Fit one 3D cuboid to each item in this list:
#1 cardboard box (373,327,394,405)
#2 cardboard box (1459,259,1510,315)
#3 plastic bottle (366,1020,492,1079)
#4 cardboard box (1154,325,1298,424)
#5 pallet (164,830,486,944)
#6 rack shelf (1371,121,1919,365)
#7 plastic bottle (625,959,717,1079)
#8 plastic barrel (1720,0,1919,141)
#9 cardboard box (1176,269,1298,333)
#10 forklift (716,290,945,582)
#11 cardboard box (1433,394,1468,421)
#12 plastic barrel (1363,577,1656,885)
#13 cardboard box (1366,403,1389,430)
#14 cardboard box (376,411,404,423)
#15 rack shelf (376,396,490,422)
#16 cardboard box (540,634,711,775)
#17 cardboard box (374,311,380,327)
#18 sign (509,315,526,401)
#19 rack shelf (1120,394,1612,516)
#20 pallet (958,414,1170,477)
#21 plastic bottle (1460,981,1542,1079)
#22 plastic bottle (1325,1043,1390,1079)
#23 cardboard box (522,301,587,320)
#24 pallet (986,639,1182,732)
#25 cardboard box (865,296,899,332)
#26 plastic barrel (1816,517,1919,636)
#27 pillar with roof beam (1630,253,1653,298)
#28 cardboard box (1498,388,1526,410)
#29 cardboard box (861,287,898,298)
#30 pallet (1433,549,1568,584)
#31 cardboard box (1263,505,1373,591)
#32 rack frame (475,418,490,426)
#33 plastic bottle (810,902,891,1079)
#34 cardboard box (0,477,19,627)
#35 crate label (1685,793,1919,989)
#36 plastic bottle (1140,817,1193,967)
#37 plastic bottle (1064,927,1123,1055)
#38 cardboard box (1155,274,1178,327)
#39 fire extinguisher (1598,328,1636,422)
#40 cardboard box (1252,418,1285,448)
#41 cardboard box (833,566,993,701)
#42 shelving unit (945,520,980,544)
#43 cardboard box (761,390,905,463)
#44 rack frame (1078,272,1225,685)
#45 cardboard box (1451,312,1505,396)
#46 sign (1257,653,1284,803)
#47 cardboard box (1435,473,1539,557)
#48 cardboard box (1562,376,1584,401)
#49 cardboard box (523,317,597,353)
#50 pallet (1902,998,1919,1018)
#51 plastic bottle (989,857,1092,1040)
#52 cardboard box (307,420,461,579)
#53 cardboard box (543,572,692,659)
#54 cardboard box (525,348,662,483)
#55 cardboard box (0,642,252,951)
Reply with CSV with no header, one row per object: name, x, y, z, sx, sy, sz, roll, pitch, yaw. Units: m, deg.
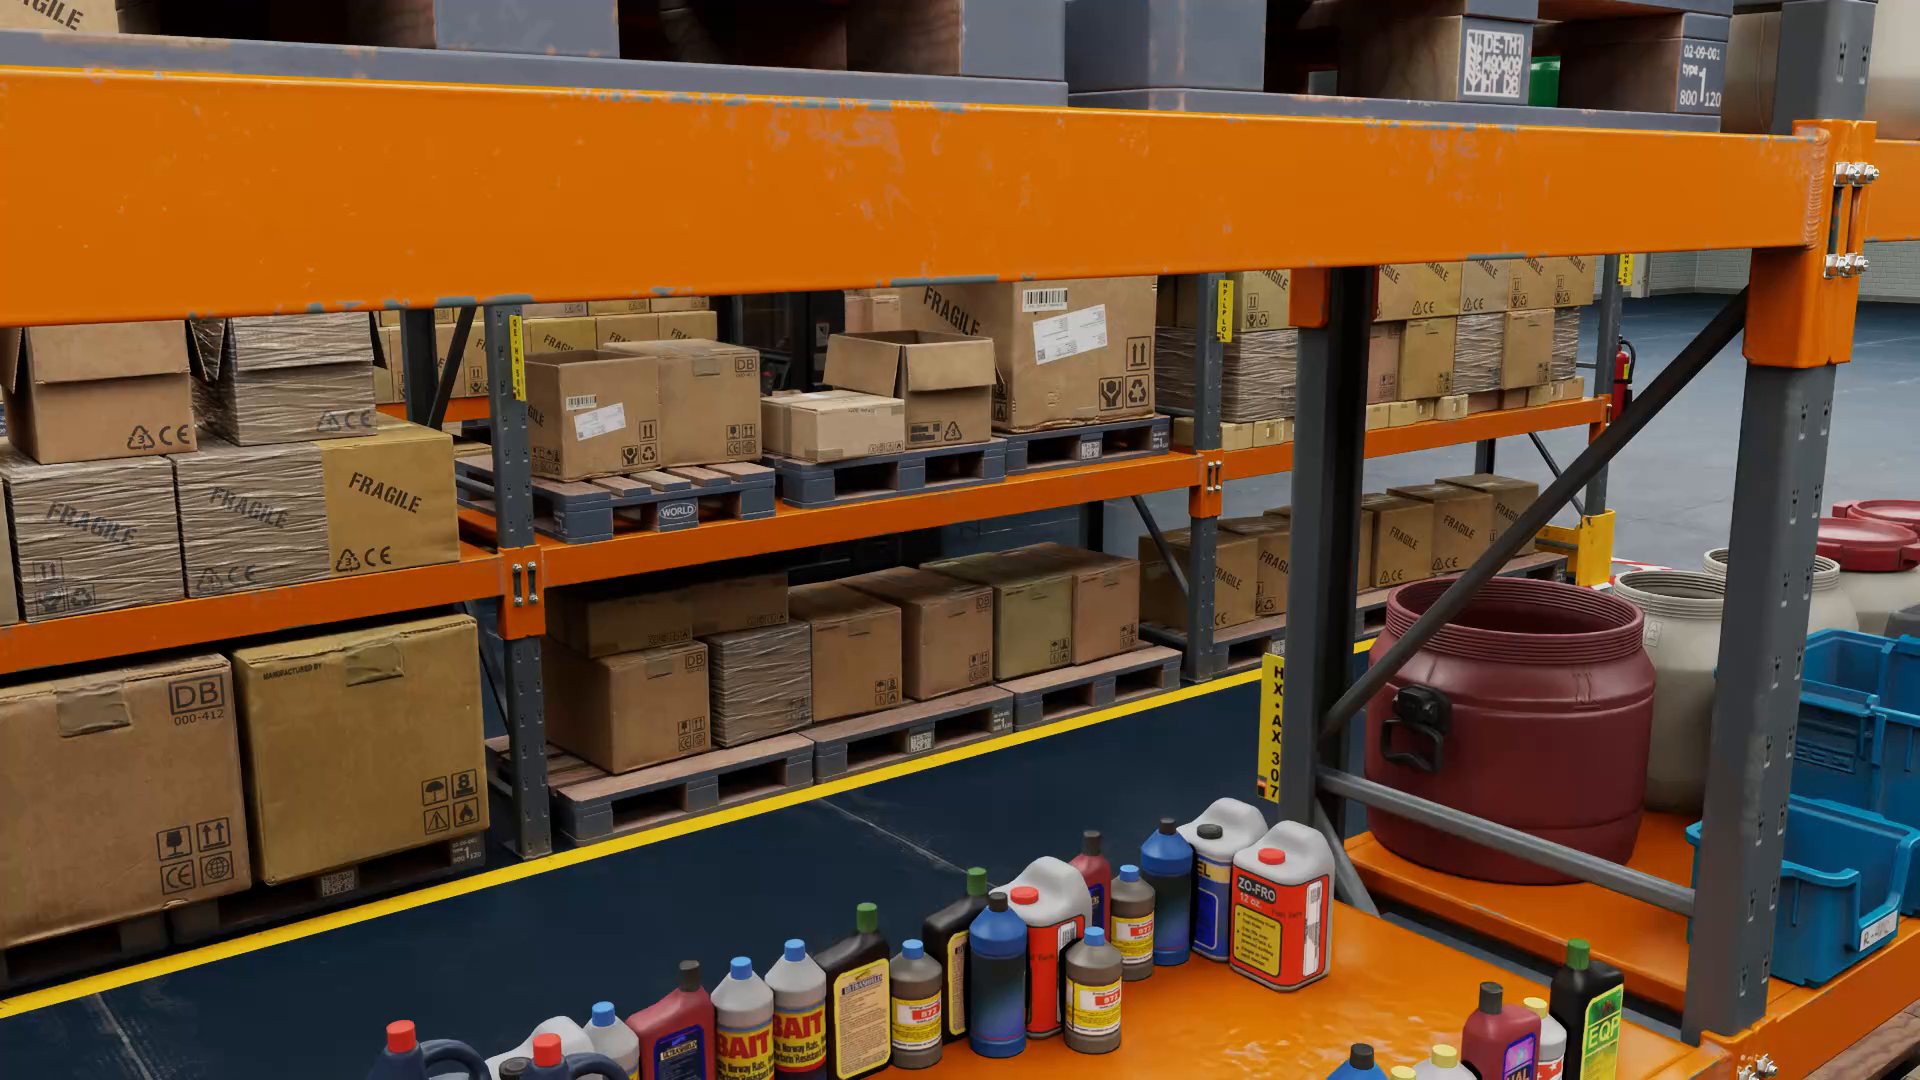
cardboard box,-4.164,-1.173,11.188,0.500,0.500,0.500,-10,15,-38
cardboard box,3.134,-1.705,10.573,0.500,0.500,0.500,-9,15,-38
plastic bottle,-0.715,0.806,2.230,0.185,0.351,0.144,-9,15,-38
cardboard box,1.454,-0.987,9.598,0.500,0.500,0.875,-9,15,-38
pallet,-2.722,1.229,6.833,1.213,0.211,1.003,-9,15,-38
rack shelf,2.597,-0.797,4.170,4.000,0.370,1.077,-9,15,-38
plastic bottle,-0.436,0.782,2.508,0.133,0.283,0.061,-9,15,-38
plastic barrel,1.469,-0.934,2.817,0.421,0.512,0.421,0,12,0
cardboard box,1.574,-1.445,9.348,0.500,0.500,0.500,-9,15,-38
forklift,-1.604,-1.156,11.515,3.031,2.935,1.130,-8,15,-35
cardboard box,2.988,-0.858,10.554,0.250,0.149,0.380,-9,15,-38
plastic barrel,1.208,0.402,3.685,0.708,0.536,0.600,-9,15,-38
cardboard box,2.381,-0.767,10.122,0.250,0.149,0.380,-9,15,-38
cardboard box,-2.609,-0.255,6.868,0.500,0.500,0.500,-9,15,-36
rack shelf,-3.517,-0.950,12.115,4.000,0.370,1.077,-9,15,-38
cardboard box,-1.549,0.692,7.606,0.500,0.500,0.700,-10,16,-41
cardboard box,-4.328,-1.703,11.280,0.500,0.500,0.700,-10,15,-38
sign,-1.710,-0.702,6.425,0.005,0.325,0.100,-9,15,-38
rack shelf,2.626,-0.652,10.709,4.000,0.370,1.077,-9,15,-38
pallet,0.376,-0.575,9.076,1.213,0.211,1.003,-9,15,-38
plastic bottle,0.805,0.787,2.482,0.133,0.283,0.061,-9,15,-38
plastic bottle,0.552,0.830,2.308,0.097,0.271,0.097,0,12,0
cardboard box,-3.135,-1.902,12.216,0.500,0.500,0.700,-9,15,-37
pallet,0.457,0.721,9.225,1.213,0.211,1.003,-9,15,-38
cardboard box,-0.764,-1.811,14.075,0.550,0.550,0.875,-9,15,-38
plastic barrel,2.363,0.233,4.485,0.433,0.535,0.433,0,12,0
pillar with roof beam,19.901,-9.860,37.899,0.548,9.000,9.100,-9,15,-38
cardboard box,3.530,-0.967,11.065,0.250,0.149,0.380,-9,15,-38
cardboard box,-0.782,-2.344,13.983,0.550,0.550,0.875,-9,15,-38
pallet,3.472,0.210,11.630,1.213,0.211,1.003,-9,15,-38
cardboard box,2.280,0.059,10.637,0.500,0.500,0.500,-11,16,-43
rack frame,-5.127,-2.352,16.981,0.127,3.000,1.000,-9,15,-38
plastic bottle,-0.180,0.739,2.708,0.133,0.283,0.061,-9,15,-38
cardboard box,-3.484,0.028,5.536,0.500,0.500,0.500,-9,15,-37
crate label,1.598,0.666,3.173,0.416,0.233,0.303,-9,15,-38
plastic bottle,0.387,0.655,3.130,0.097,0.271,0.097,0,12,0
plastic bottle,0.226,0.757,2.821,0.097,0.201,0.097,0,12,0
cardboard box,1.244,-1.531,9.752,0.500,0.500,0.500,-9,15,-38
fire extinguisher,4.565,-1.165,11.582,0.183,0.674,0.296,-9,15,-38
cardboard box,1.623,-0.631,9.482,0.250,0.149,0.380,-9,15,-38
cardboard box,-0.250,0.471,8.648,0.500,0.500,0.700,-11,16,-42
shelving unit,0.011,-0.589,13.013,0.189,1.200,0.258,-9,15,-38
cardboard box,-0.607,-0.537,7.788,0.500,0.250,0.500,-10,16,-39
rack frame,1.064,-0.744,9.412,0.127,3.000,1.000,-9,15,-38
cardboard box,3.008,-1.249,10.830,0.500,0.500,0.875,-9,15,-38
sign,0.686,0.410,3.583,0.005,0.325,0.100,-9,15,-38
cardboard box,3.690,-0.168,11.703,0.500,0.500,0.500,-6,14,-27
cardboard box,4.094,-1.070,11.550,0.250,0.149,0.380,-9,15,-38
cardboard box,-2.985,-1.368,12.111,0.500,0.500,0.500,-9,15,-37
pallet,3.569,1.531,5.409,1.213,0.211,1.003,-9,15,-38
plastic bottle,0.134,0.703,2.897,0.135,0.276,0.152,-9,15,-38
cardboard box,-2.290,-0.170,6.466,0.500,0.500,0.500,-9,15,-36
cardboard box,-1.555,0.324,7.536,0.500,0.250,0.500,-9,15,-35
cardboard box,-1.663,-0.556,7.274,0.500,0.500,0.500,11,16,43
cardboard box,-3.312,0.809,6.200,0.875,0.875,1.225,-9,15,-37
